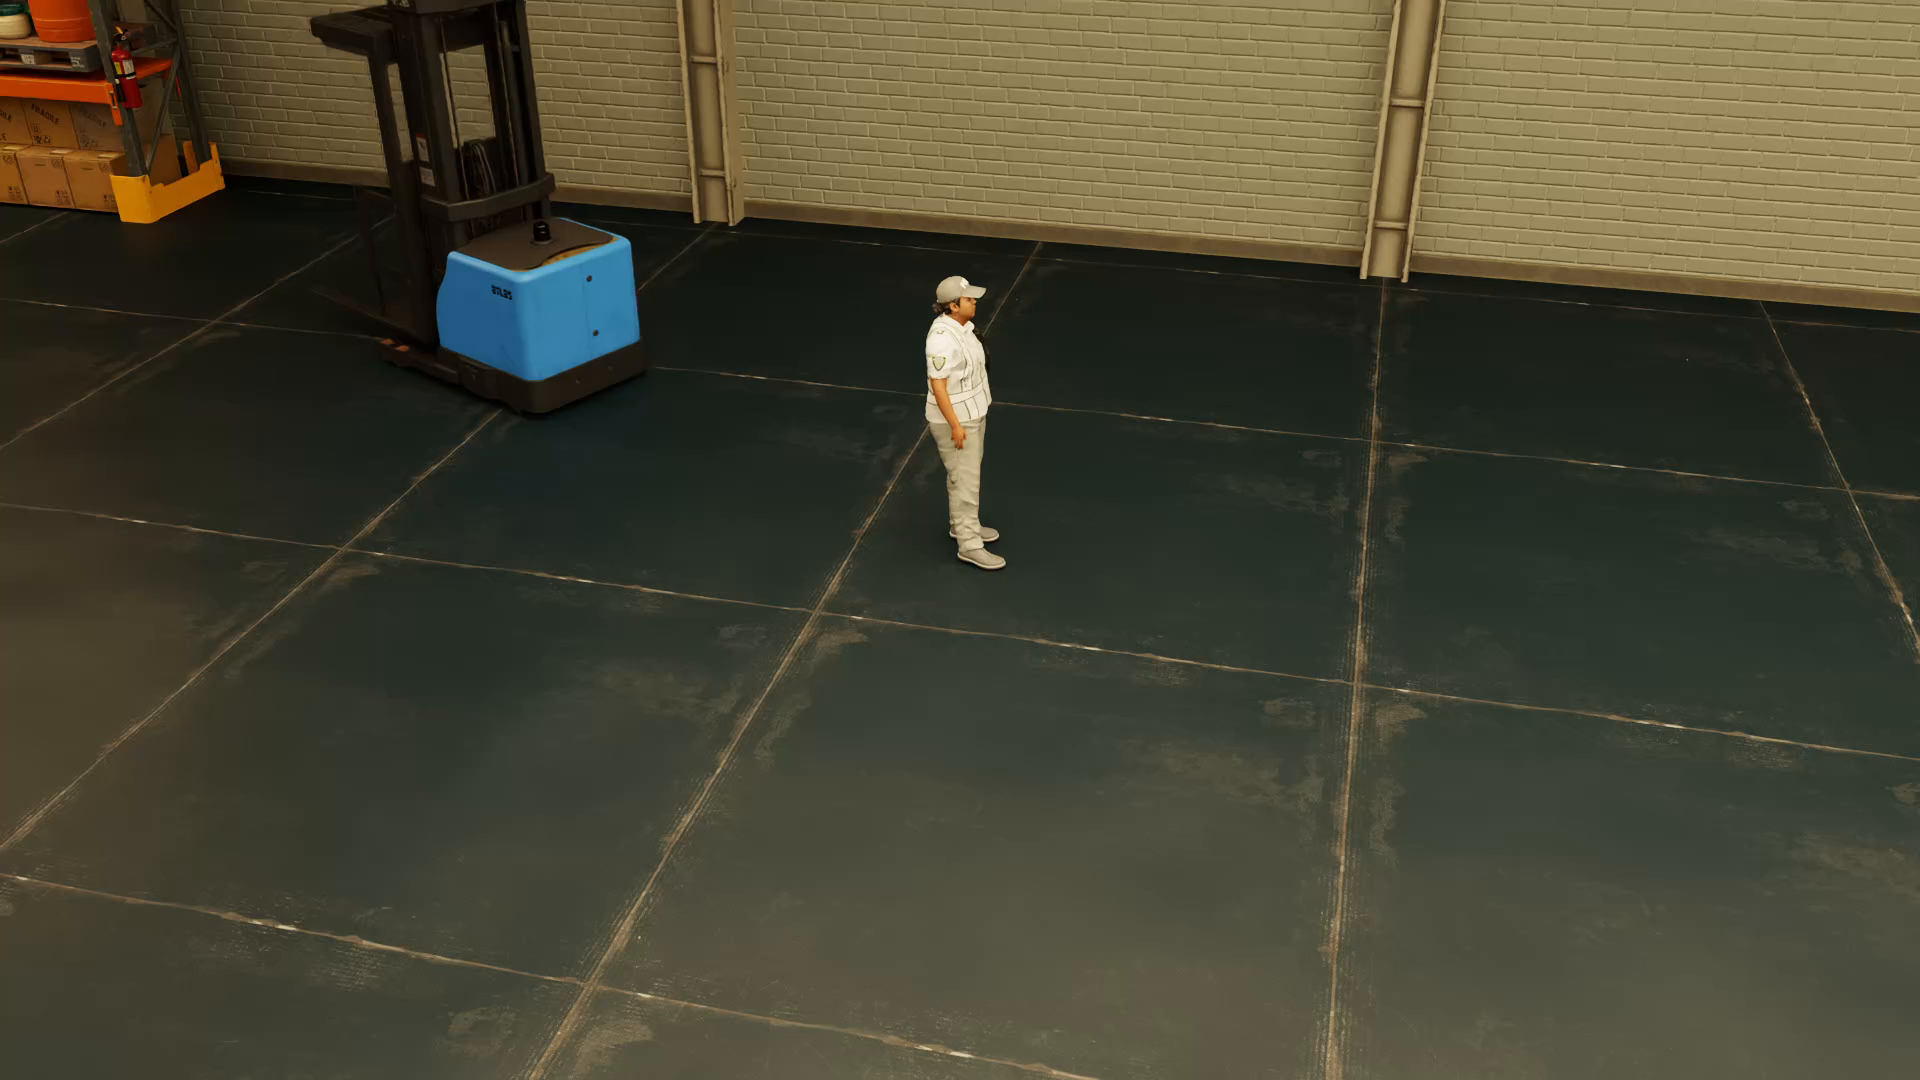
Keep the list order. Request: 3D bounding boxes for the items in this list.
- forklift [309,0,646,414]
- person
[{"bbox_3d":[-3.776,-2.739,12.005,3.031,2.935,1.130,22,36,33],"label":"forklift"},{"bbox_3d":[0.069,-0.712,9.693,0.529,1.670,0.598,7,30,12],"label":"person"}]
